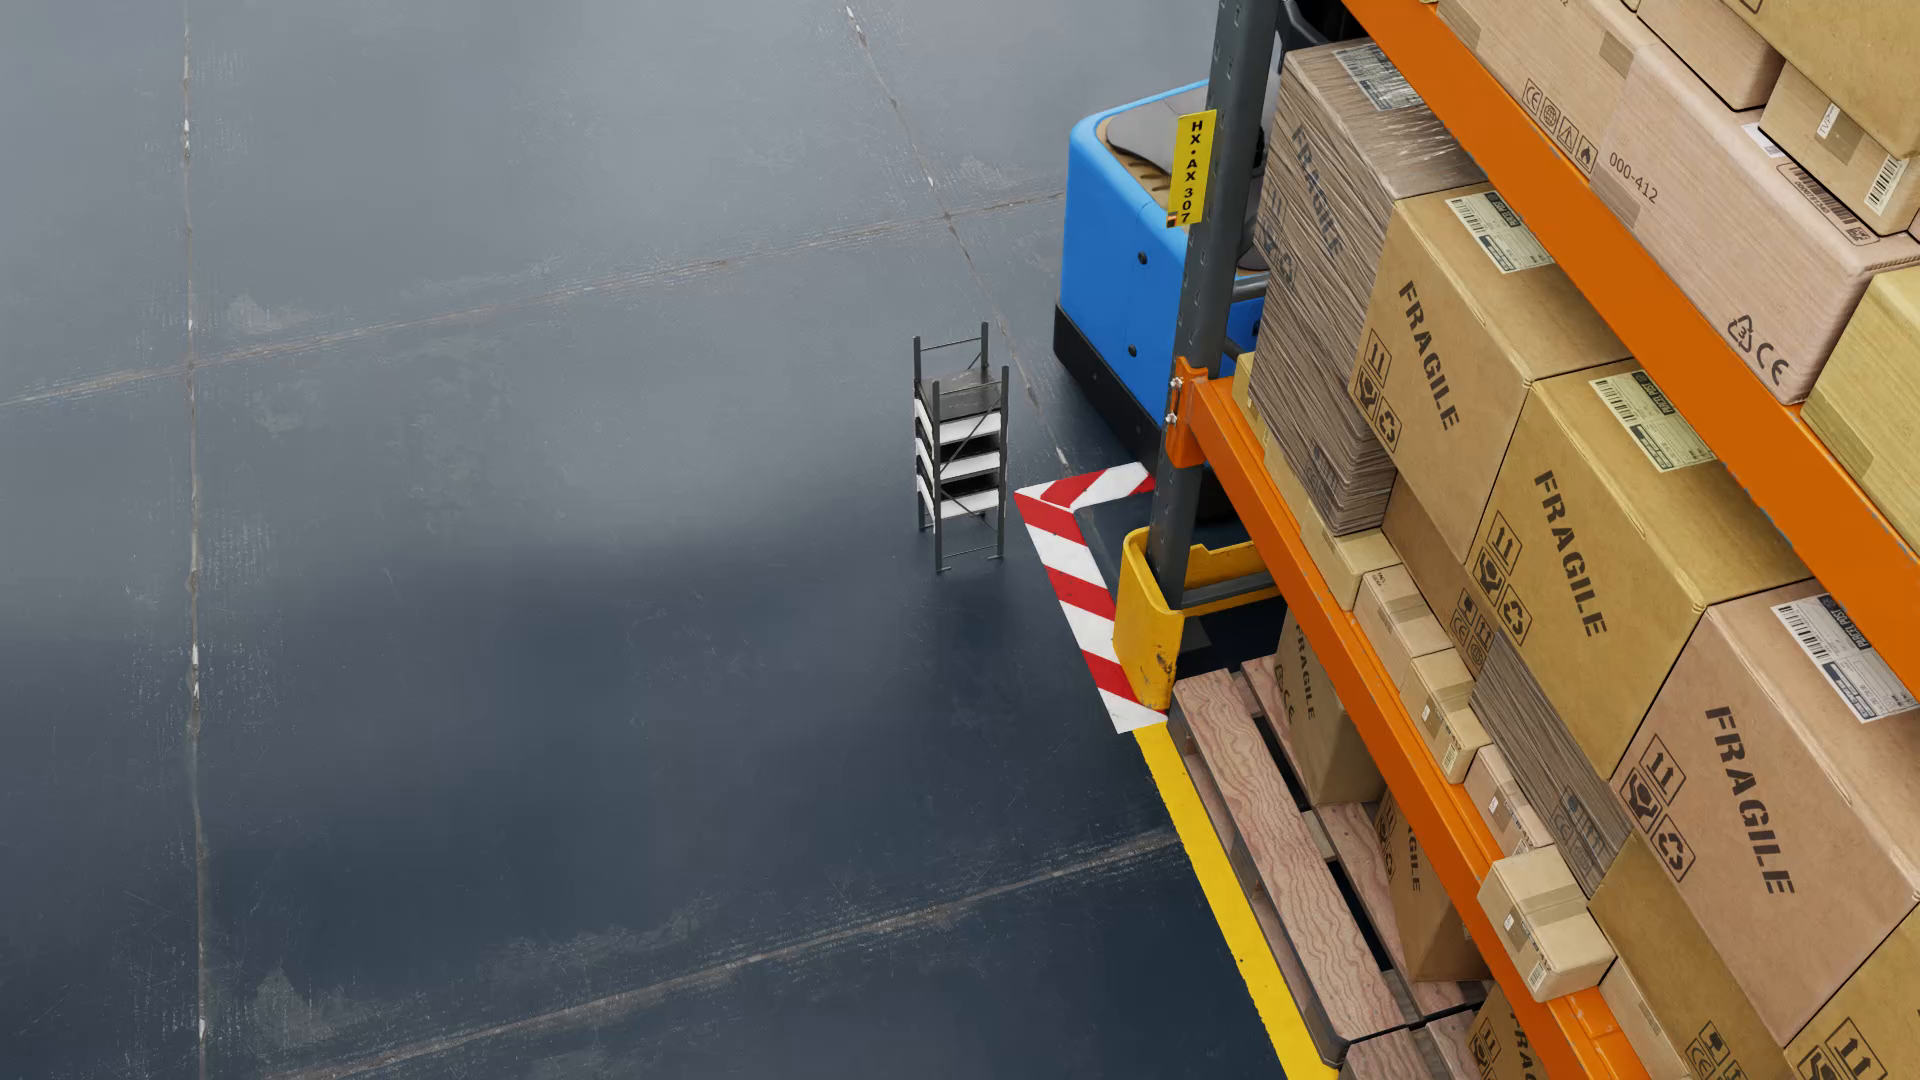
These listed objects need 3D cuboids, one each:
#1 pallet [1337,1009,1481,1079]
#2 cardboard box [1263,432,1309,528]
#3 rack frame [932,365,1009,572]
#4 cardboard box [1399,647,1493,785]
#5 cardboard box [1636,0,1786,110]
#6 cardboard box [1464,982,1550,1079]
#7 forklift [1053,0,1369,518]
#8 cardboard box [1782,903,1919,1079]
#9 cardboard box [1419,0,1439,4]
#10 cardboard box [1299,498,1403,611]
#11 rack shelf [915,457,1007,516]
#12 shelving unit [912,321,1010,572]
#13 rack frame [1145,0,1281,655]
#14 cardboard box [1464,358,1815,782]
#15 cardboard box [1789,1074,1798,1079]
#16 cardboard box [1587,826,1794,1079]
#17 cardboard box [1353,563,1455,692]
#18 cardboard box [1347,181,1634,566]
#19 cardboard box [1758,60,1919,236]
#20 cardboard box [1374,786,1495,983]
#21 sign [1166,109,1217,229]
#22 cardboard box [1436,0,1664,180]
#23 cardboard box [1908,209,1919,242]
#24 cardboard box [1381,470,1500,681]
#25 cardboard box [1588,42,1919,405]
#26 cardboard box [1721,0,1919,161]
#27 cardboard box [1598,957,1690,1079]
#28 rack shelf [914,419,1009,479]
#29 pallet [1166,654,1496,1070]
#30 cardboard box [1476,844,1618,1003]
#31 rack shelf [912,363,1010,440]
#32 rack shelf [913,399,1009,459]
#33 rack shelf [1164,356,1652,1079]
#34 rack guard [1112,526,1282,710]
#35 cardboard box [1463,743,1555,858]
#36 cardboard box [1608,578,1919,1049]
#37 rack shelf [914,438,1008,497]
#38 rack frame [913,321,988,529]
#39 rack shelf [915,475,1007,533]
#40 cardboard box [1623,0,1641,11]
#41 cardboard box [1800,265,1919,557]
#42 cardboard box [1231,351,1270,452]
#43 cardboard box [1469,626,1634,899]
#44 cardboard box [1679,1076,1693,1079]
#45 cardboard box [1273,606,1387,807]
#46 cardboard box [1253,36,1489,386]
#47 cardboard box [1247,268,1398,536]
[{"bbox_3d":[1.657,1.720,4.162,1.003,0.211,1.213,-13,51,-11],"label":"pallet"},{"bbox_3d":[0.983,-0.195,4.117,0.380,0.149,0.250,-13,51,-11],"label":"cardboard box"},{"bbox_3d":[0.032,-0.210,5.338,0.240,0.900,0.006,-13,51,-11],"label":"rack frame"},{"bbox_3d":[1.204,0.353,3.655,0.380,0.149,0.250,-13,51,-11],"label":"cardboard box"},{"bbox_3d":[1.189,-0.757,2.302,0.380,0.149,0.250,-13,51,-11],"label":"cardboard box"},{"bbox_3d":[1.616,1.296,4.056,0.500,0.500,0.500,-9,50,-8],"label":"cardboard box"},{"bbox_3d":[1.901,-1.828,5.374,3.031,2.935,1.130,-21,53,-17],"label":"forklift"},{"bbox_3d":[1.562,0.749,2.242,0.500,0.500,0.500,-13,51,-11],"label":"cardboard box"},{"bbox_3d":[0.967,-1.233,2.964,0.500,0.250,0.500,-12,51,-10],"label":"cardboard box"},{"bbox_3d":[1.043,-0.009,3.960,0.380,0.149,0.250,-13,51,-11],"label":"cardboard box"},{"bbox_3d":[0.002,-0.205,5.495,0.258,0.077,0.200,-13,51,-11],"label":"rack shelf"},{"bbox_3d":[0.002,-0.284,5.401,0.258,0.900,0.210,-13,51,-11],"label":"shelving unit"},{"bbox_3d":[1.071,-0.725,4.399,1.000,3.000,0.127,-13,51,-11],"label":"rack frame"},{"bbox_3d":[1.264,0.020,2.858,0.500,0.500,0.500,-13,51,-11],"label":"cardboard box"},{"bbox_3d":[1.822,1.010,2.676,0.875,0.500,0.500,-13,51,-11],"label":"cardboard box"},{"bbox_3d":[1.713,0.636,2.992,0.875,0.500,0.500,-13,51,-11],"label":"cardboard box"},{"bbox_3d":[1.136,0.169,3.810,0.380,0.149,0.250,-13,51,-11],"label":"cardboard box"},{"bbox_3d":[1.114,-0.345,3.165,0.500,0.500,0.500,-13,51,-11],"label":"cardboard box"},{"bbox_3d":[1.284,-0.561,2.136,0.380,0.149,0.250,-15,52,-13],"label":"cardboard box"},{"bbox_3d":[1.449,0.834,4.445,0.500,0.500,0.500,-2,50,-1],"label":"cardboard box"},{"bbox_3d":[0.553,-0.881,3.965,0.100,0.325,0.005,-13,51,-11],"label":"sign"},{"bbox_3d":[1.125,-0.858,2.647,0.500,0.250,0.500,-14,51,-12],"label":"cardboard box"},{"bbox_3d":[1.402,-0.389,1.992,0.380,0.149,0.250,-14,51,-11],"label":"cardboard box"},{"bbox_3d":[1.470,-0.107,3.618,0.875,0.500,0.500,-13,51,-11],"label":"cardboard box"},{"bbox_3d":[1.268,-0.495,2.342,0.500,0.250,0.500,-13,51,-11],"label":"cardboard box"},{"bbox_3d":[1.252,-0.836,1.944,0.500,0.500,0.500,-14,51,-11],"label":"cardboard box"},{"bbox_3d":[1.479,0.888,3.204,0.380,0.149,0.250,-13,51,-11],"label":"cardboard box"},{"bbox_3d":[0.002,-0.321,5.358,0.258,0.077,0.200,-13,51,-11],"label":"rack shelf"},{"bbox_3d":[1.300,0.831,4.912,1.003,0.211,1.213,-13,51,-11],"label":"pallet"},{"bbox_3d":[1.278,0.736,3.332,0.380,0.149,0.250,-13,51,-11],"label":"cardboard box"},{"bbox_3d":[0.002,-0.437,5.220,0.258,0.077,0.200,-13,51,-11],"label":"rack shelf"},{"bbox_3d":[0.002,-0.379,5.289,0.258,0.077,0.200,-13,51,-11],"label":"rack shelf"},{"bbox_3d":[1.662,0.968,3.443,1.077,0.370,4.000,-13,51,-11],"label":"rack shelf"},{"bbox_3d":[1.093,0.136,5.308,1.175,0.500,0.348,-13,51,-11],"label":"rack guard"},{"bbox_3d":[1.304,0.530,3.506,0.380,0.149,0.250,-13,51,-11],"label":"cardboard box"},{"bbox_3d":[1.417,0.384,2.551,0.500,0.500,0.500,-13,51,-11],"label":"cardboard box"},{"bbox_3d":[0.002,-0.263,5.426,0.258,0.077,0.200,-13,51,-11],"label":"rack shelf"},{"bbox_3d":[-0.028,-0.358,5.464,0.240,0.900,0.006,-13,51,-11],"label":"rack frame"},{"bbox_3d":[0.002,-0.147,5.564,0.258,0.077,0.200,-13,51,-11],"label":"rack shelf"},{"bbox_3d":[1.121,-0.936,2.452,0.380,0.149,0.250,-11,51,-10],"label":"cardboard box"},{"bbox_3d":[1.426,-0.116,2.022,0.500,0.250,0.500,-12,51,-10],"label":"cardboard box"},{"bbox_3d":[0.928,-0.382,4.274,0.380,0.149,0.250,-13,51,-11],"label":"cardboard box"},{"bbox_3d":[1.576,0.268,3.302,0.875,0.500,0.500,-13,51,-11],"label":"cardboard box"},{"bbox_3d":[1.480,1.088,3.035,0.380,0.149,0.250,-13,51,-11],"label":"cardboard box"},{"bbox_3d":[1.240,0.405,4.807,0.500,0.500,0.500,-5,50,-4],"label":"cardboard box"},{"bbox_3d":[0.973,-0.712,3.474,0.500,0.500,0.500,-13,51,-11],"label":"cardboard box"},{"bbox_3d":[1.207,-0.445,3.903,0.875,0.500,0.500,-13,51,-11],"label":"cardboard box"}]
